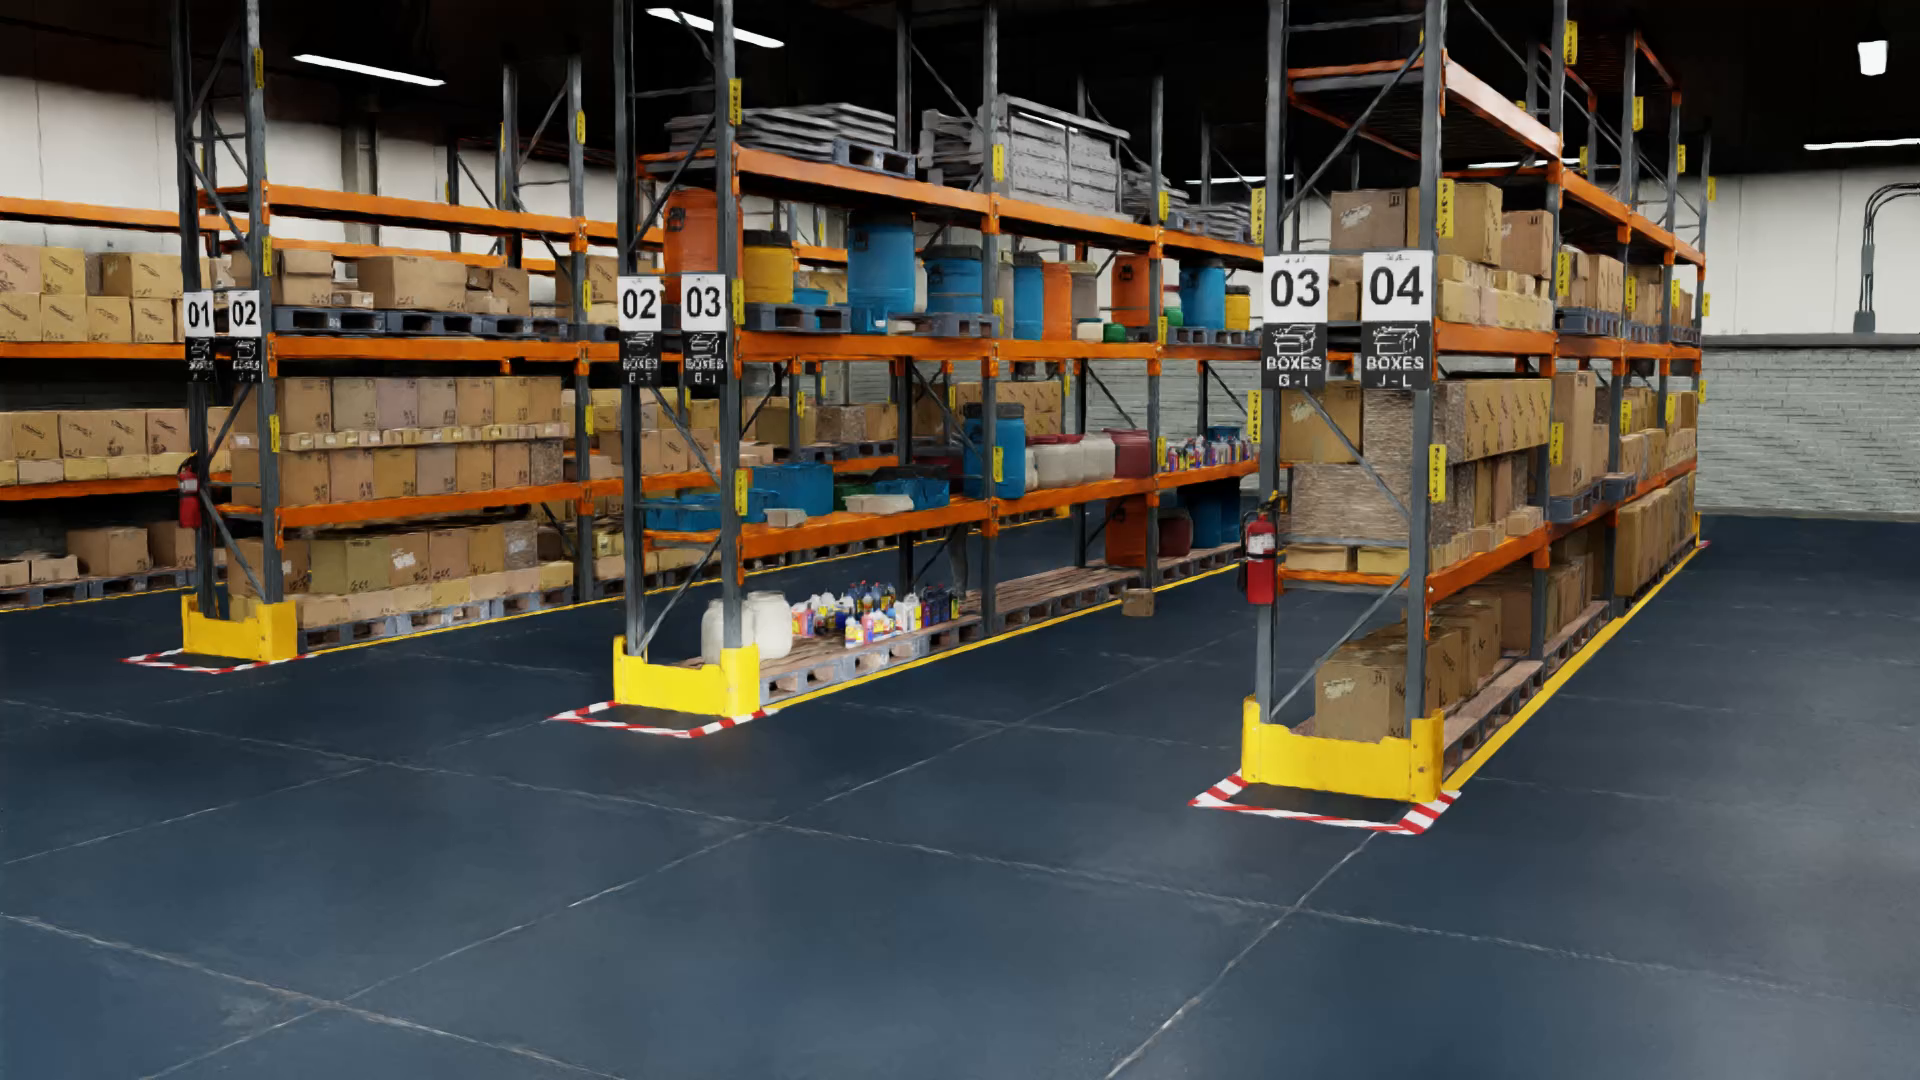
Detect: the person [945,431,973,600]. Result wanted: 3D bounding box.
[{"bbox_3d":[-0.044,-0.247,16.742,0.362,1.689,0.491,2,6,16],"label":"person"}]
